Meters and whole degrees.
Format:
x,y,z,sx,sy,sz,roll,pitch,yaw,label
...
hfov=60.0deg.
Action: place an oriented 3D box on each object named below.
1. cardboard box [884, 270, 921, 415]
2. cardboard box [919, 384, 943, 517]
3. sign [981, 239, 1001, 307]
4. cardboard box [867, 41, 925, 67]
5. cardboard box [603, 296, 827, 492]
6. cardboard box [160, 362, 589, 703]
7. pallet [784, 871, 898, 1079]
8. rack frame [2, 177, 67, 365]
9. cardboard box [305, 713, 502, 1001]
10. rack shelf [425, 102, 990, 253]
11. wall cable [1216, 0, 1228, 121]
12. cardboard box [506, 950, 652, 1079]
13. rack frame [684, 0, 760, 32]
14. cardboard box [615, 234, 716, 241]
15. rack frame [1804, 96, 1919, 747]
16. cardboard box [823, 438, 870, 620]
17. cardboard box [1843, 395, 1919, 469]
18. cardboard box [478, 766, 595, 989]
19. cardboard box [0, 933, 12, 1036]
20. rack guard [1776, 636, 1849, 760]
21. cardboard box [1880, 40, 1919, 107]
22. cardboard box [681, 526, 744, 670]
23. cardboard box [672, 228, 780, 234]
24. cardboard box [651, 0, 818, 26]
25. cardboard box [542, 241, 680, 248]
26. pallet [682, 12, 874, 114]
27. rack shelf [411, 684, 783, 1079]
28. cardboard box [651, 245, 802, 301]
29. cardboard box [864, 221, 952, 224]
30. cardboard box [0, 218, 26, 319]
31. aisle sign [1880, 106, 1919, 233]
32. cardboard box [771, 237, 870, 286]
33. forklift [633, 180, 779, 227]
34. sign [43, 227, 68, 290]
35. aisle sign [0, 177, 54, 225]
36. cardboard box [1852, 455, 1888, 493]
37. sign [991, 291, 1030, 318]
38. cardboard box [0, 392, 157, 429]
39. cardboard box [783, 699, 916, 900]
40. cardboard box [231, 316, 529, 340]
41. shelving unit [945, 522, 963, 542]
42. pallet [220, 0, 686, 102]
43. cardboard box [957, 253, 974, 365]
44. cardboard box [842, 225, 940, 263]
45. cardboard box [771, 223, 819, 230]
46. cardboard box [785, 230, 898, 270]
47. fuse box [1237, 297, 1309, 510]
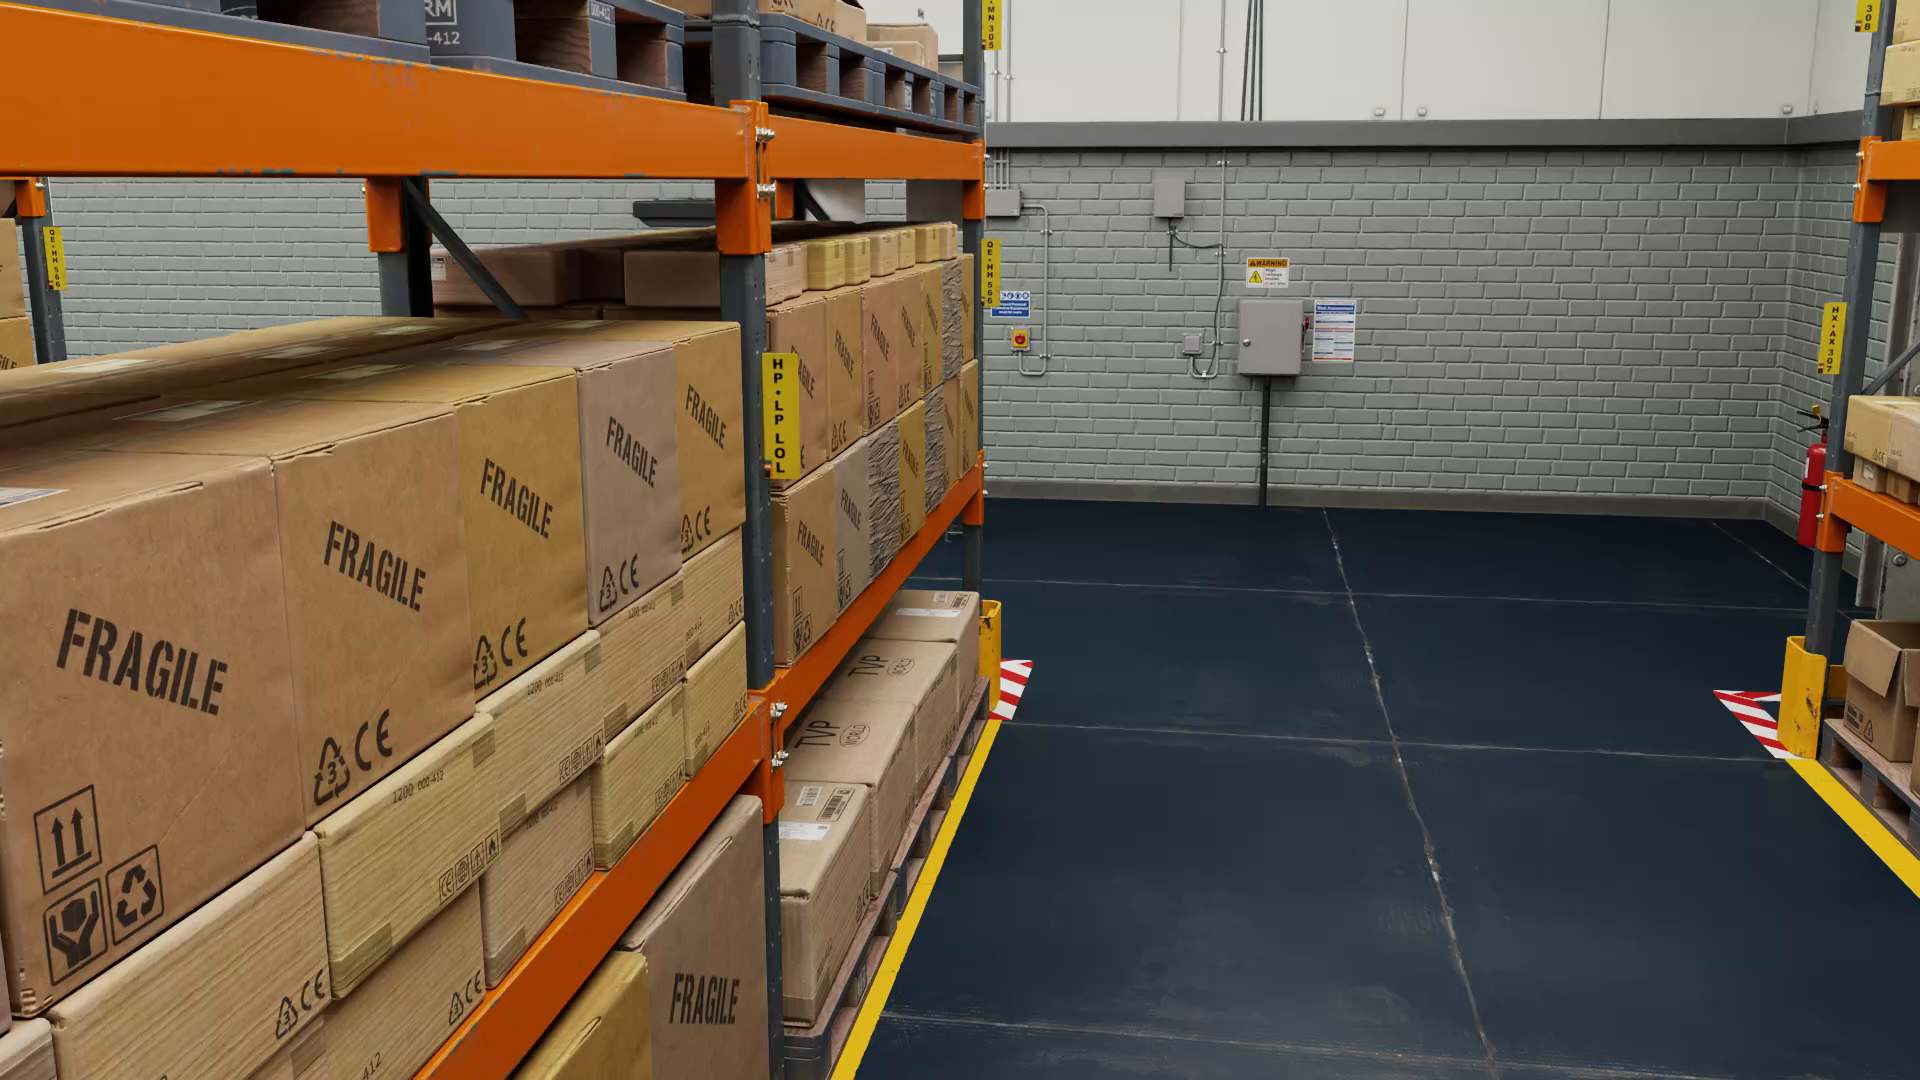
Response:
x,y,z,sx,sy,sz,roll,pitch,yaw,label
-0.436,-0.752,6.250,0.500,0.500,0.500,2,12,8,cardboard box
-0.361,-0.368,6.842,0.500,0.500,0.500,2,12,10,cardboard box
0.147,-1.301,8.098,0.100,0.325,0.005,2,12,9,sign
-0.353,-2.050,7.130,0.380,0.149,0.250,1,12,4,cardboard box
-0.690,-0.435,4.783,0.500,0.500,0.500,2,12,9,cardboard box
-0.992,-0.030,2.903,0.500,0.500,0.500,2,12,10,cardboard box
-0.808,1.401,5.492,1.003,0.211,1.213,2,12,9,pallet
-5.294,-0.779,8.986,1.000,3.000,0.127,2,12,9,rack frame
-1.035,0.441,2.494,0.500,0.250,0.500,2,12,10,cardboard box
-0.695,-1.338,6.167,1.077,0.370,4.000,2,12,9,rack shelf
0.952,-4.740,13.129,2.355,3.000,0.029,2,12,9,wall cable
-1.150,1.347,3.171,0.875,0.875,0.875,2,12,10,cardboard box
-1.002,-2.739,3.844,1.000,3.000,0.127,2,12,9,rack frame
-1.010,-1.000,5.862,0.380,0.149,0.250,2,12,7,cardboard box
4.518,-0.479,7.597,1.000,3.000,0.127,2,12,9,rack frame
-0.590,-0.049,5.365,0.500,0.500,0.500,2,12,9,cardboard box
4.182,-0.466,7.184,0.500,0.250,0.500,2,12,9,cardboard box
-0.998,0.579,3.044,0.500,0.250,0.500,2,12,7,cardboard box
-1.233,0.290,1.416,0.500,0.500,0.500,2,12,9,cardboard box
4.507,0.759,7.787,1.175,0.500,0.348,2,12,9,rack guard
4.180,-1.934,6.878,0.500,0.250,0.500,2,12,8,cardboard box
-0.830,0.122,3.976,0.500,0.250,0.500,2,12,9,cardboard box
-0.929,-1.159,6.603,0.380,0.149,0.250,2,12,9,cardboard box
-0.704,-1.692,4.631,0.500,0.500,0.500,2,12,10,cardboard box
-1.073,-0.839,5.115,0.380,0.149,0.250,2,12,9,cardboard box
-0.866,-1.399,4.958,1.003,0.211,1.213,2,12,9,pallet
-1.310,0.961,2.620,1.077,0.370,4.000,2,12,9,rack shelf
-0.674,-0.772,4.807,0.380,0.149,0.250,2,12,9,cardboard box
-0.244,-1.413,7.778,0.380,0.149,0.250,2,12,9,cardboard box
-5.118,-1.358,8.359,0.500,0.500,0.500,2,12,7,cardboard box
4.239,-1.774,7.433,0.394,0.787,0.004,2,12,9,aisle sign
-0.508,-0.931,5.544,0.380,0.149,0.250,2,12,7,cardboard box
-1.791,-1.481,12.408,3.031,2.935,1.130,2,12,8,forklift
-4.748,-1.477,8.728,0.100,0.325,0.005,2,12,9,sign
-4.986,-2.055,8.738,0.394,0.787,0.004,2,12,9,aisle sign
4.197,-0.297,7.347,0.380,0.149,0.250,2,12,8,cardboard box
0.419,-1.960,13.827,0.327,0.218,0.001,2,12,9,sign
-1.558,0.057,2.498,0.500,0.500,0.500,2,12,8,cardboard box
-0.662,0.927,6.157,0.875,0.438,0.875,2,12,7,cardboard box
-1.354,-0.262,3.978,0.500,0.500,0.500,2,12,9,cardboard box
0.008,-0.524,12.434,0.215,1.050,0.252,2,12,9,shelving unit
-1.094,-0.987,3.287,0.805,0.209,1.217,1,12,6,pallet
-0.226,-1.069,7.722,0.500,0.500,0.500,2,12,11,cardboard box
-0.296,-1.252,7.031,0.380,0.149,0.250,2,12,10,cardboard box
-0.838,-1.322,7.356,0.380,0.149,0.250,2,12,10,cardboard box
-0.445,-1.091,6.287,0.380,0.149,0.250,2,12,10,cardboard box
2.510,-1.086,13.469,0.539,1.711,0.414,2,12,9,fuse box
